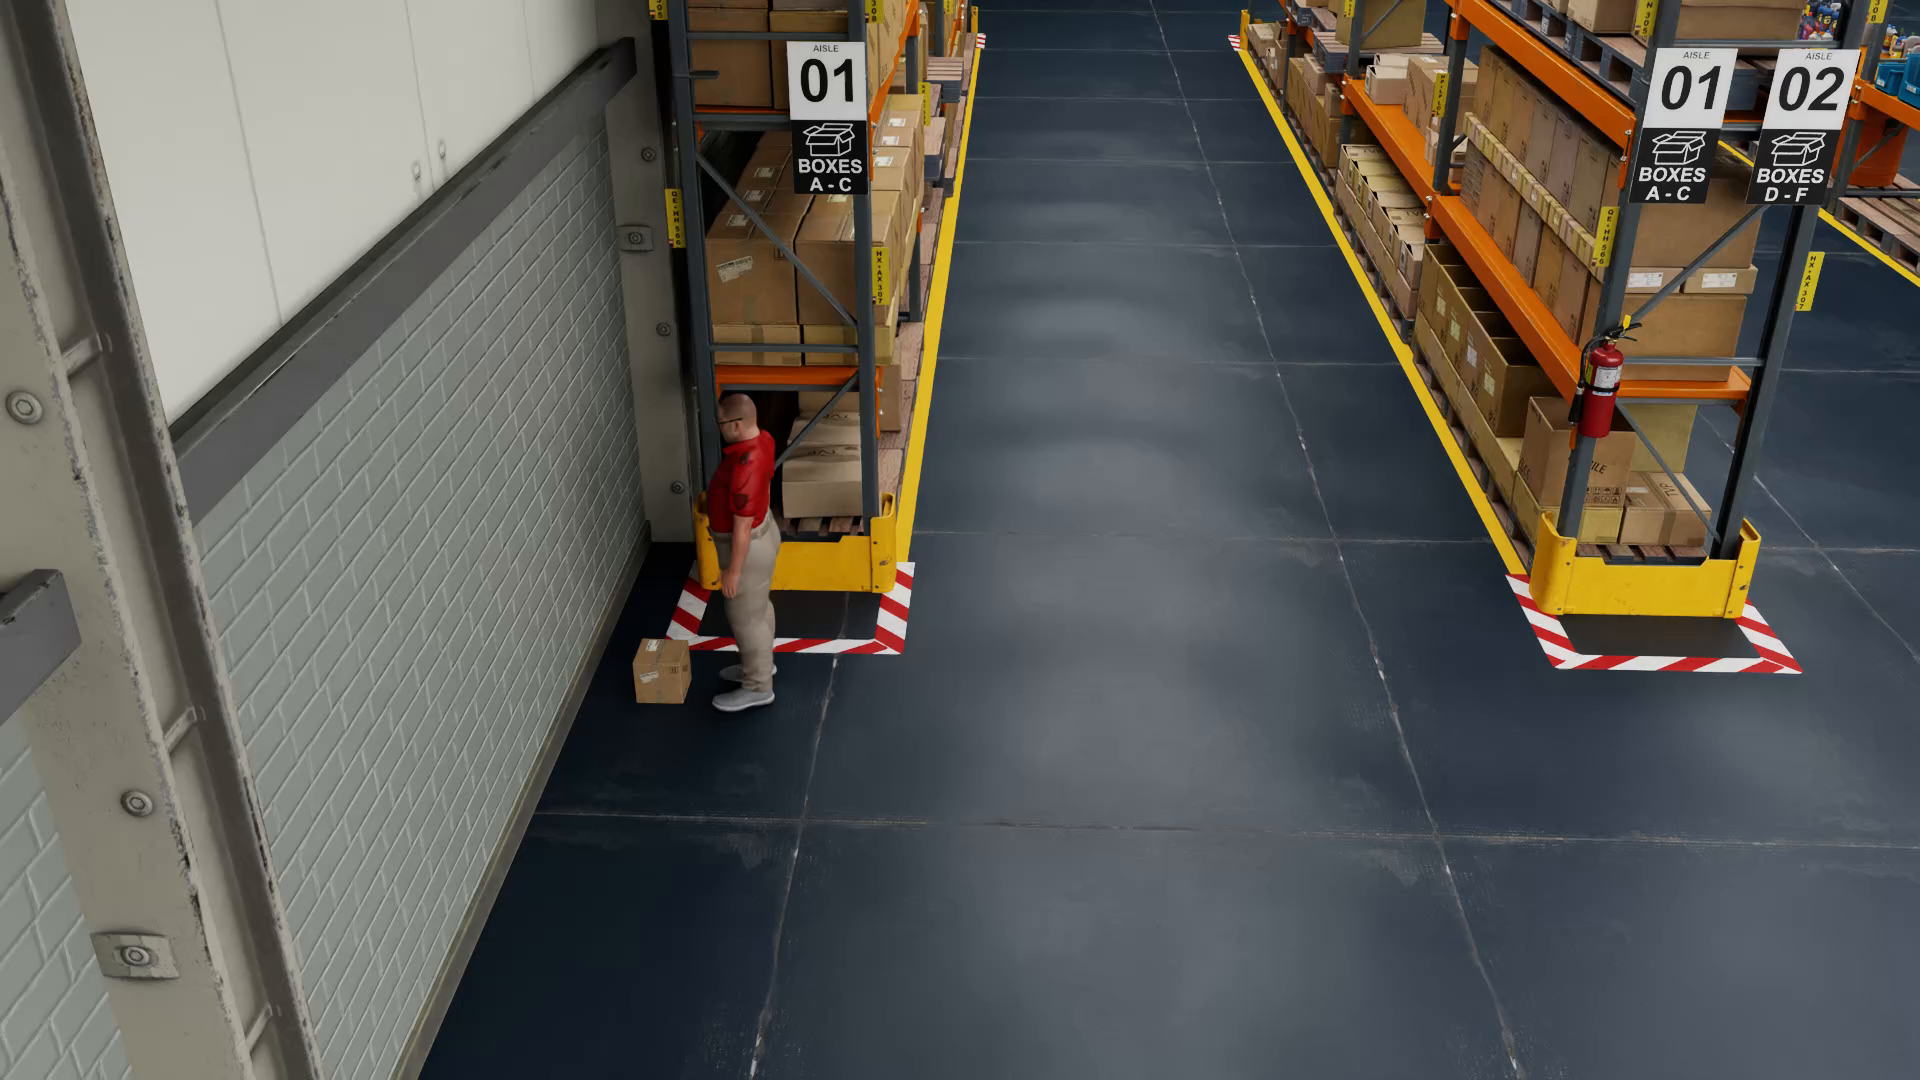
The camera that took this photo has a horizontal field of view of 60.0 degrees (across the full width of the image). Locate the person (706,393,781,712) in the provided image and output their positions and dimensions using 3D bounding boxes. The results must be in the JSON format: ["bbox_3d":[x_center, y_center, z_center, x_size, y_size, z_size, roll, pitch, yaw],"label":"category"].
[{"bbox_3d":[-1.130,0.069,8.519,0.402,1.757,0.546,1,28,3],"label":"person"}]
